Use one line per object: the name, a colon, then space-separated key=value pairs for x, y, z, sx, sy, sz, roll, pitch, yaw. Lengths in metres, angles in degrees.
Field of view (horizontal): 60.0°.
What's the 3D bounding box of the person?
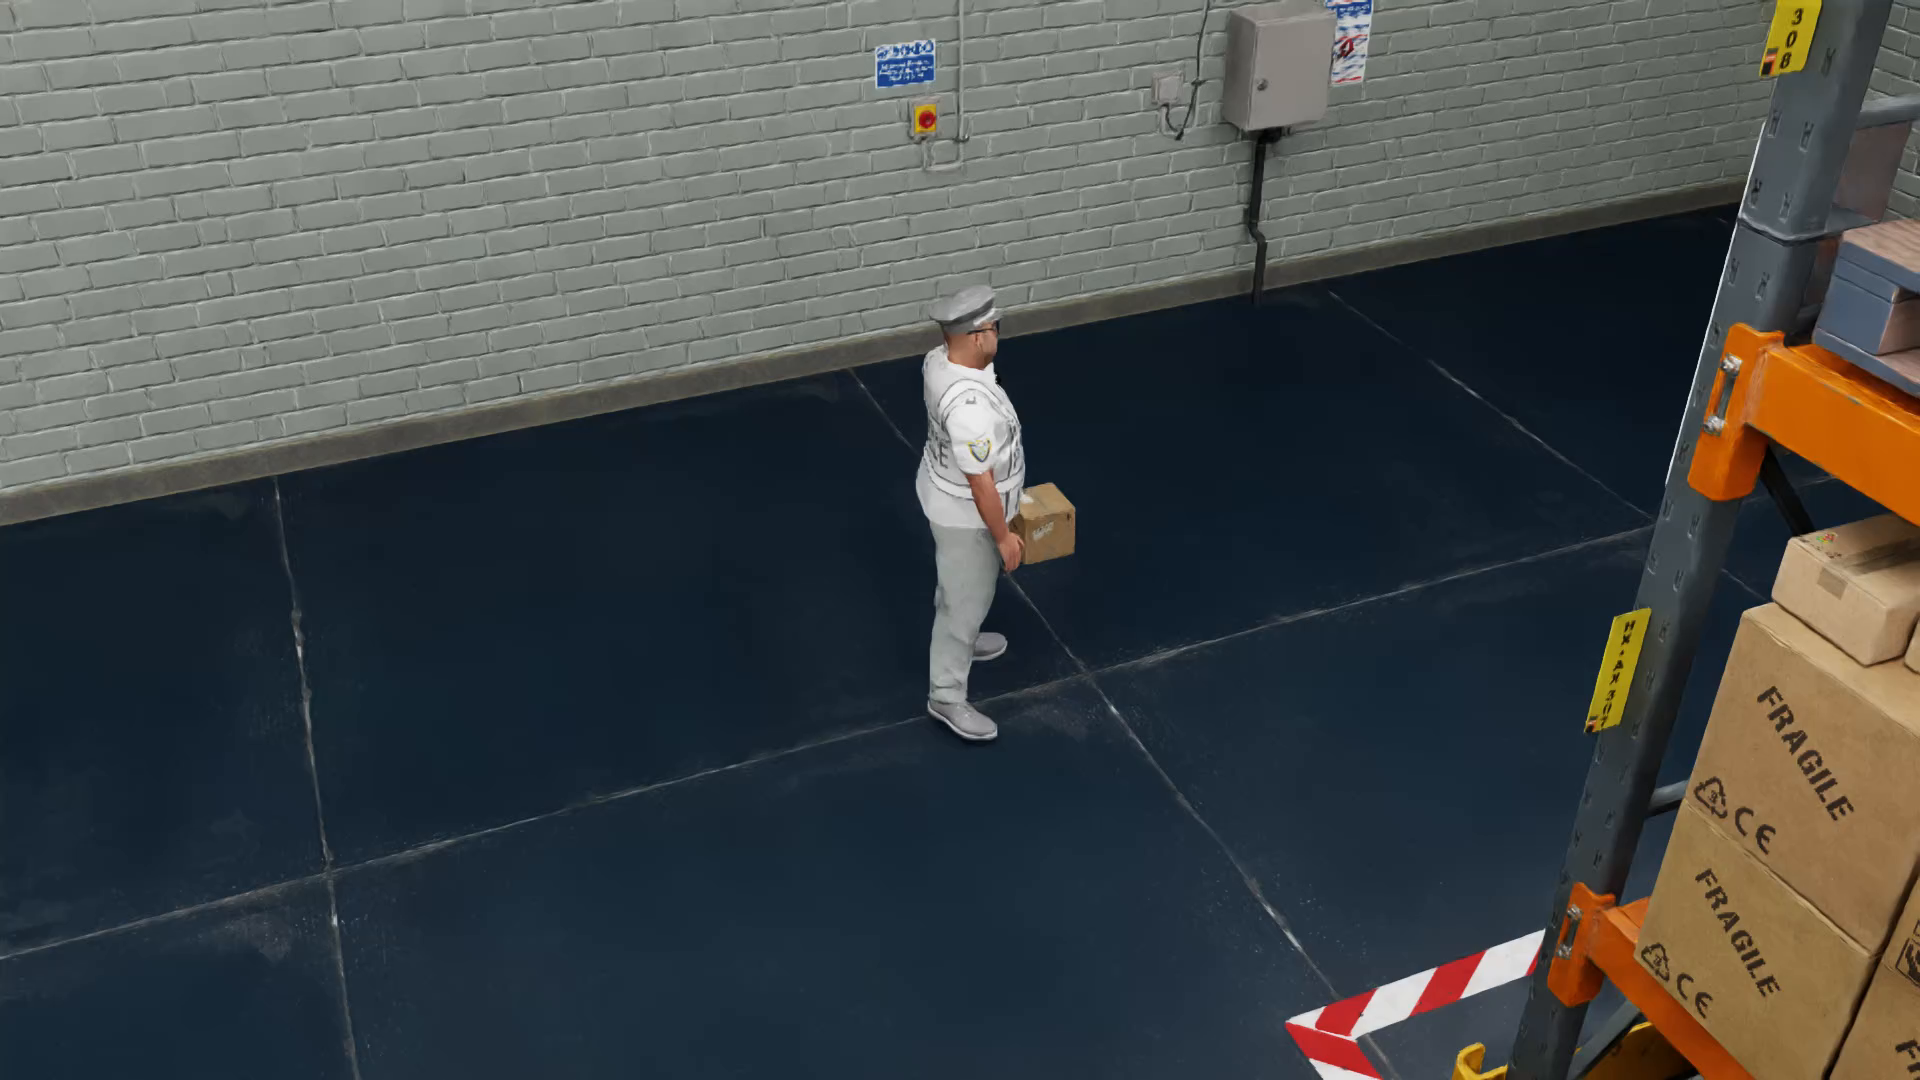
person: x=0.042 y=-0.132 z=6.283 sx=0.398 sy=1.770 sz=0.691 roll=-5 pitch=34 yaw=-8
